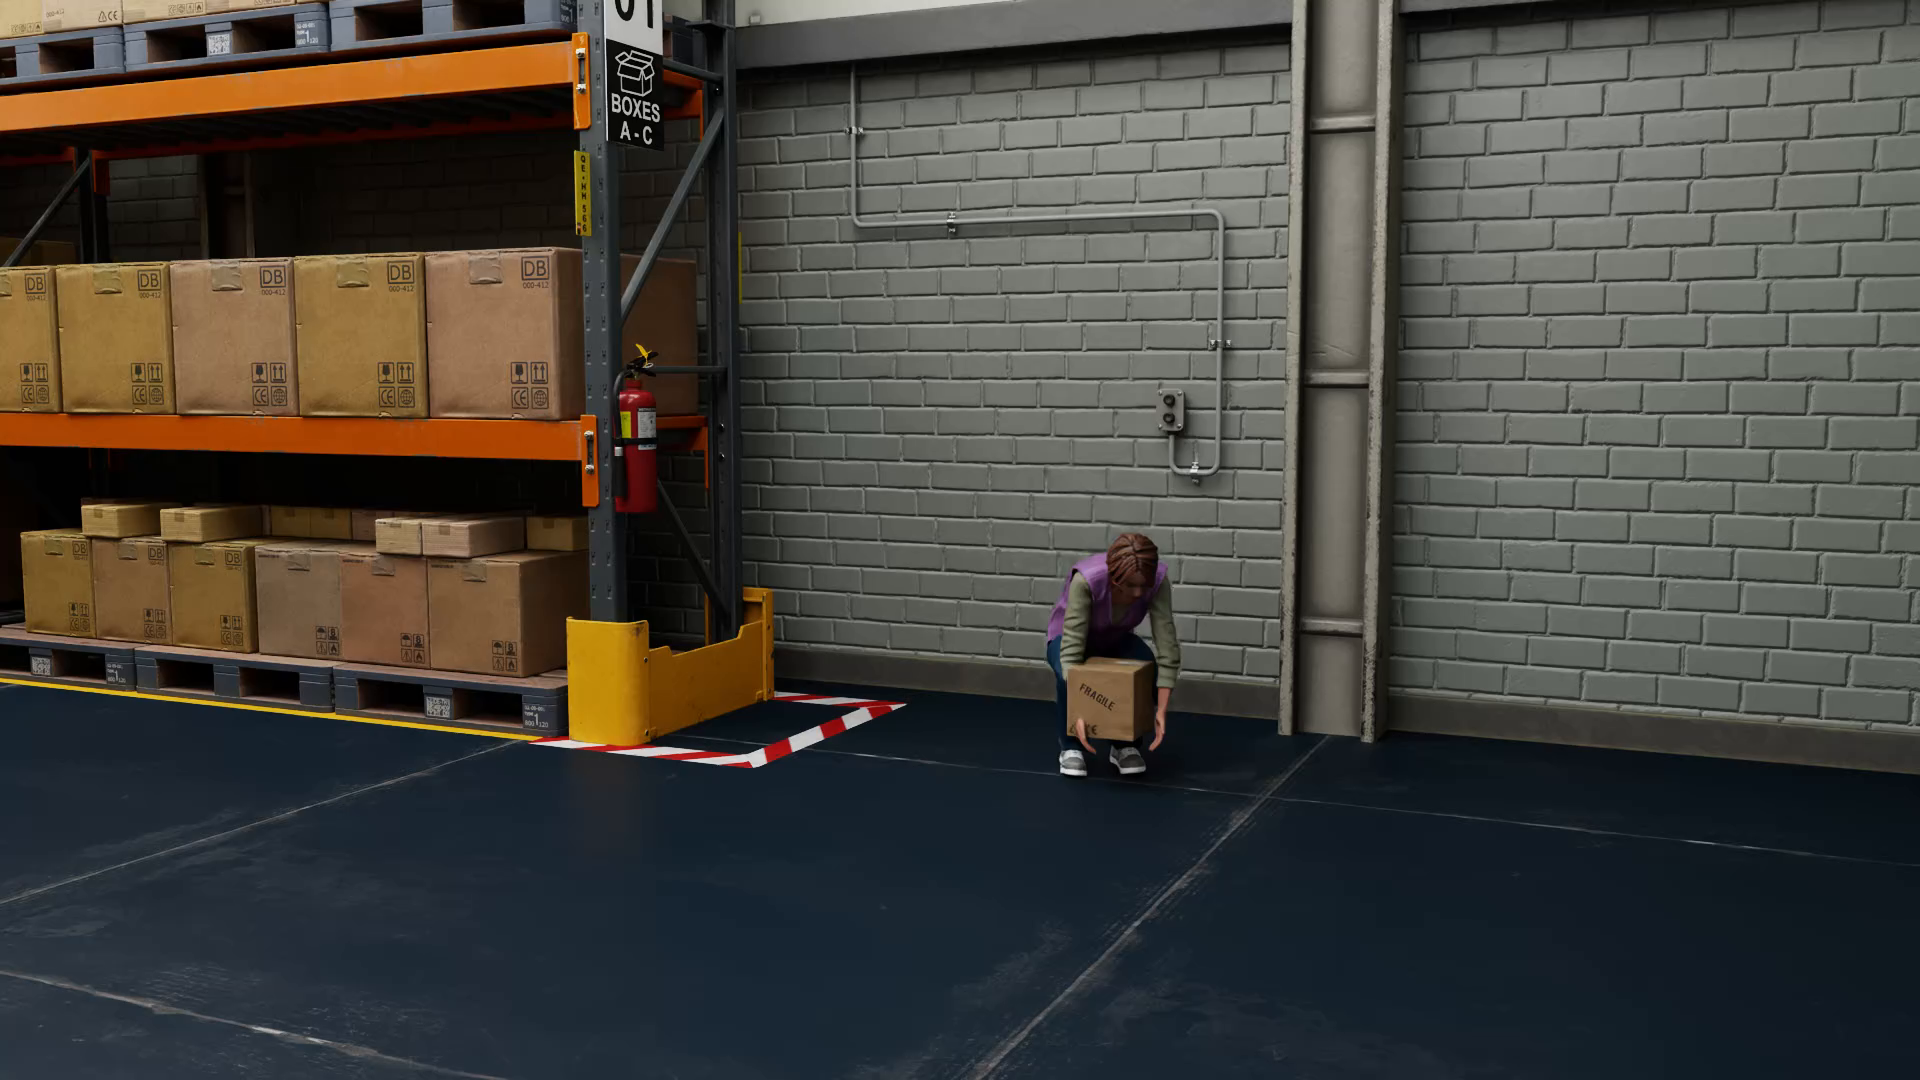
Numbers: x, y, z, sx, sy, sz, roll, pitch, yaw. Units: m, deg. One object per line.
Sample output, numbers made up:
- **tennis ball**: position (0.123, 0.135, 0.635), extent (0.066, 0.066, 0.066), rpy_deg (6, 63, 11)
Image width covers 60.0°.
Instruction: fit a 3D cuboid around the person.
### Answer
- **person**: position (0.557, 0.420, 6.180), extent (0.446, 0.925, 0.762), rpy_deg (0, 6, -5)
